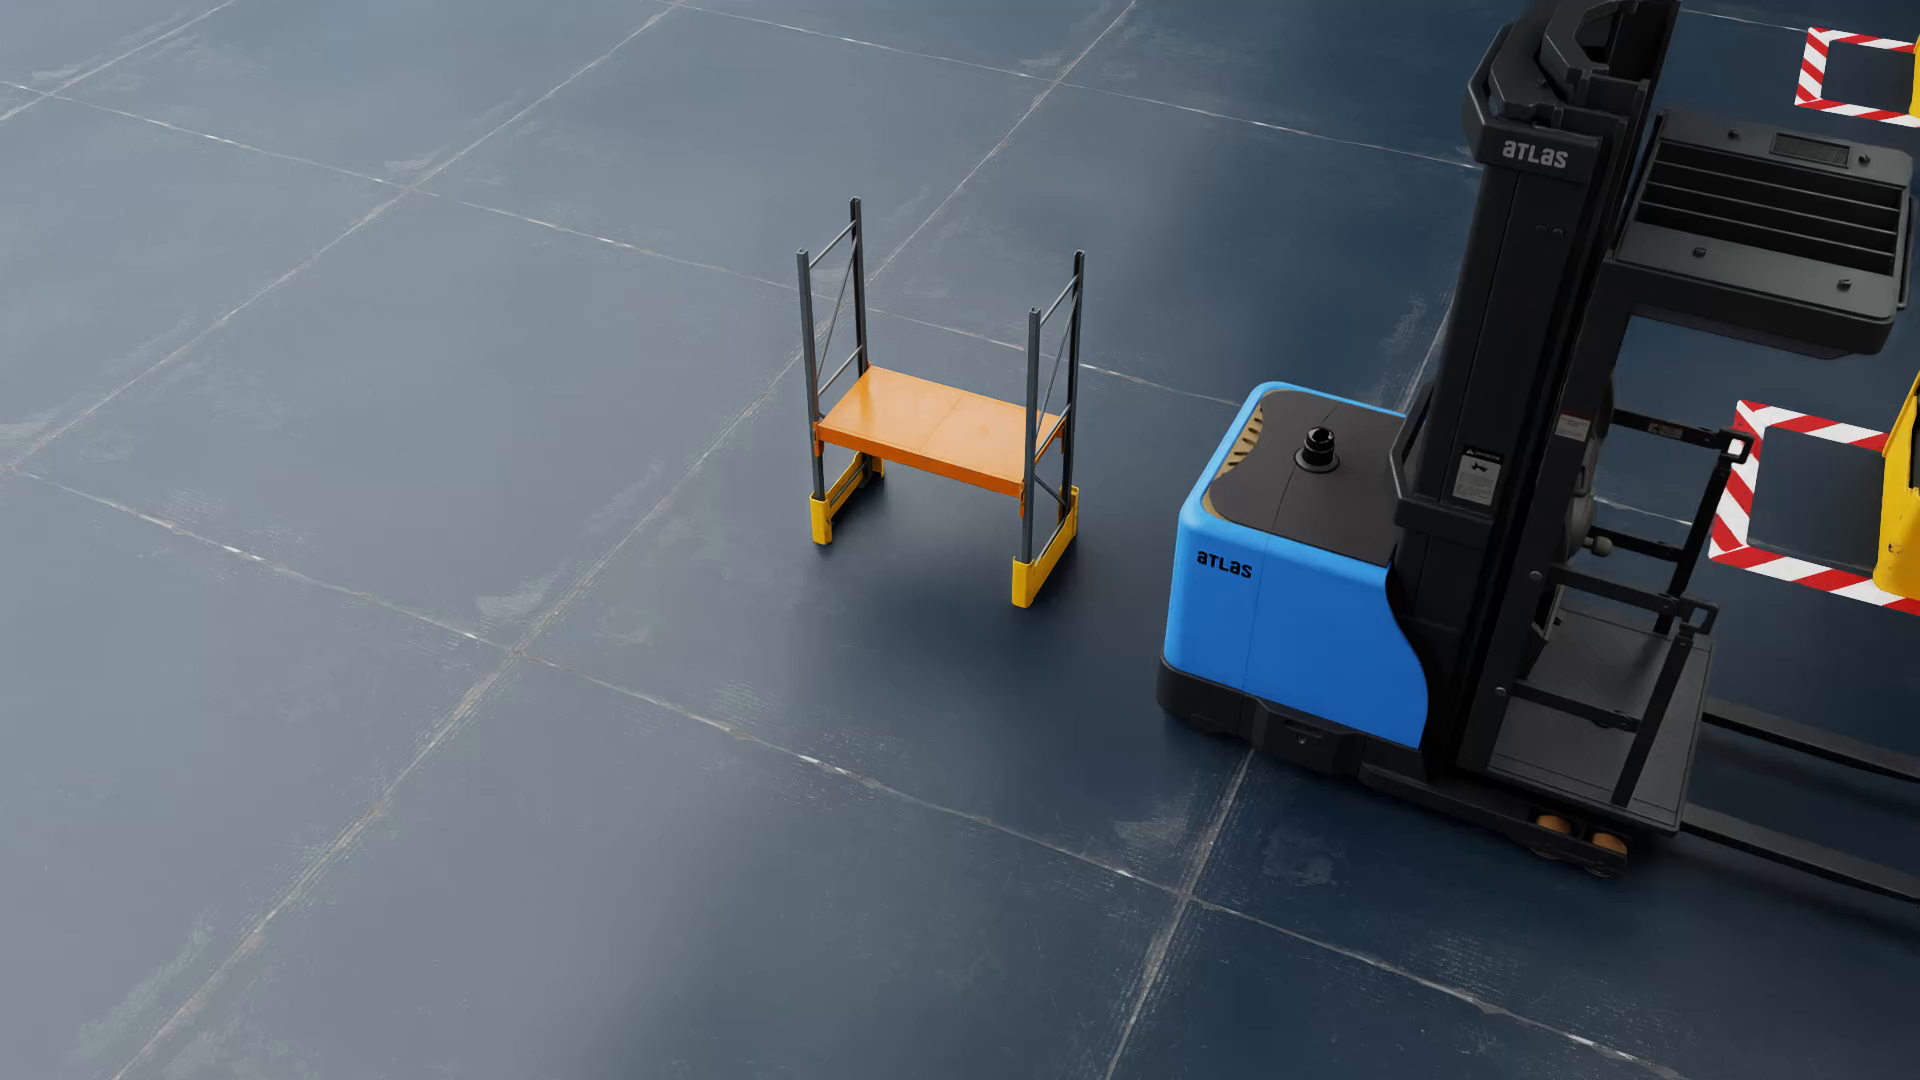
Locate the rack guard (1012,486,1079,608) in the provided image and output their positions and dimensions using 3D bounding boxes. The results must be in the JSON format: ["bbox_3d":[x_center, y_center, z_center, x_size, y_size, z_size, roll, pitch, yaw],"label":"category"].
[{"bbox_3d":[0.382,0.022,7.417,0.087,0.250,0.587,17,44,19],"label":"rack guard"}]

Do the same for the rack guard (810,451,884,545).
[{"bbox_3d":[-0.520,-0.253,7.736,0.087,0.250,0.587,17,44,19],"label":"rack guard"}]

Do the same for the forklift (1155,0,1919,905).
[{"bbox_3d":[2.353,-0.255,5.690,3.031,2.935,1.130,18,44,19],"label":"forklift"}]

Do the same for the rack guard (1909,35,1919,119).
[{"bbox_3d":[6.570,-3.241,10.991,0.348,0.500,1.175,17,44,19],"label":"rack guard"}]

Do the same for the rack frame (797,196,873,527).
[{"bbox_3d":[-0.538,-0.731,7.332,0.032,1.500,0.500,17,44,19],"label":"rack frame"}]

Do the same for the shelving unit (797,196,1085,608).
[{"bbox_3d":[-0.069,-0.588,7.167,1.083,1.500,0.587,17,44,19],"label":"shelving unit"}]

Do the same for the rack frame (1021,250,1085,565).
[{"bbox_3d":[0.383,-0.450,7.008,0.032,1.500,0.500,17,44,19],"label":"rack frame"}]

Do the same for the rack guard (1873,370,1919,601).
[{"bbox_3d":[4.456,-0.273,7.567,0.348,0.500,1.175,17,44,19],"label":"rack guard"}]

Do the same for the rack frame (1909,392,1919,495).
[{"bbox_3d":[4.387,-1.238,6.773,0.127,3.000,1.000,17,44,19],"label":"rack frame"}]

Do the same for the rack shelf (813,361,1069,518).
[{"bbox_3d":[-0.077,-0.454,7.288,1.000,0.185,0.538,17,44,19],"label":"rack shelf"}]
